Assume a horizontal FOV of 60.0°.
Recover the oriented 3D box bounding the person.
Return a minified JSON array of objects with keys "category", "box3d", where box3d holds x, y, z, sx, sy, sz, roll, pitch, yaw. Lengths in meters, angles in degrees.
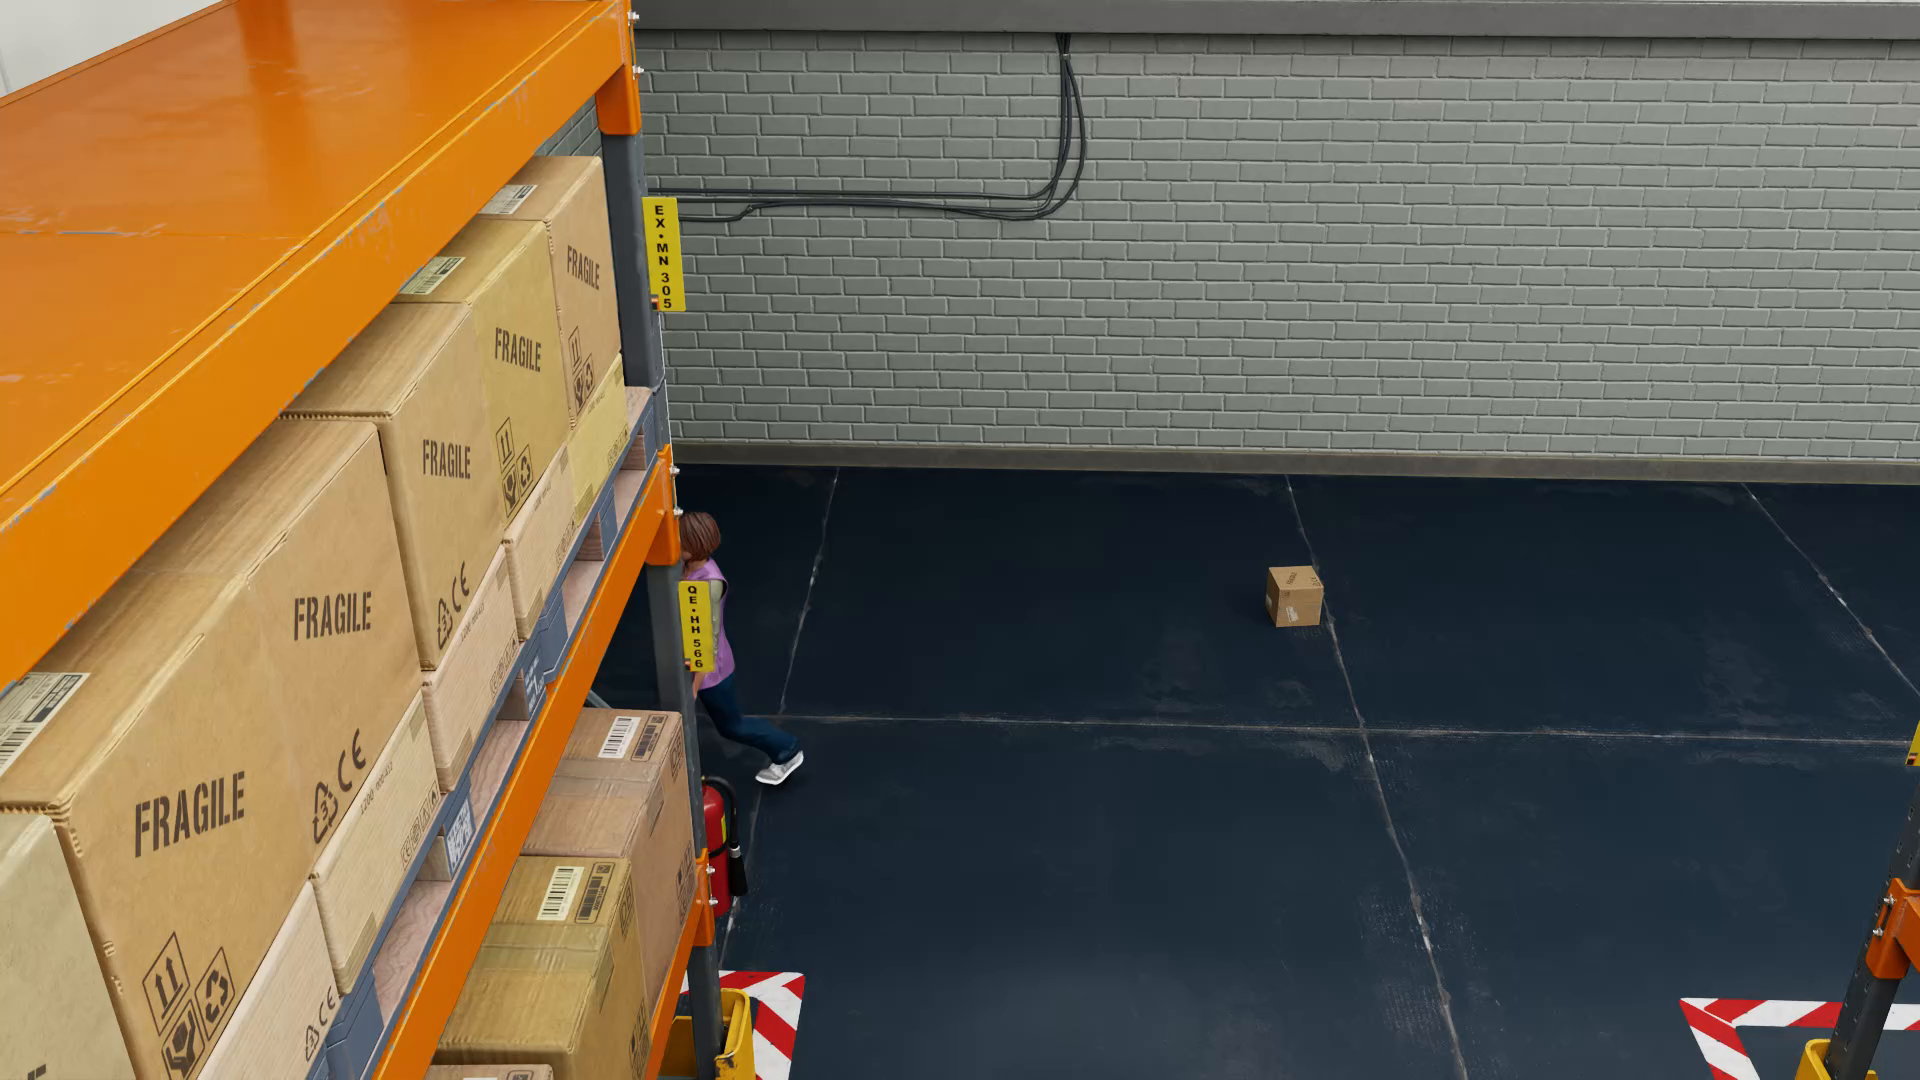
[{"category":"person","box3d":[-1.165,0.576,7.557,0.922,1.546,0.419,-17,33,-29]}]
